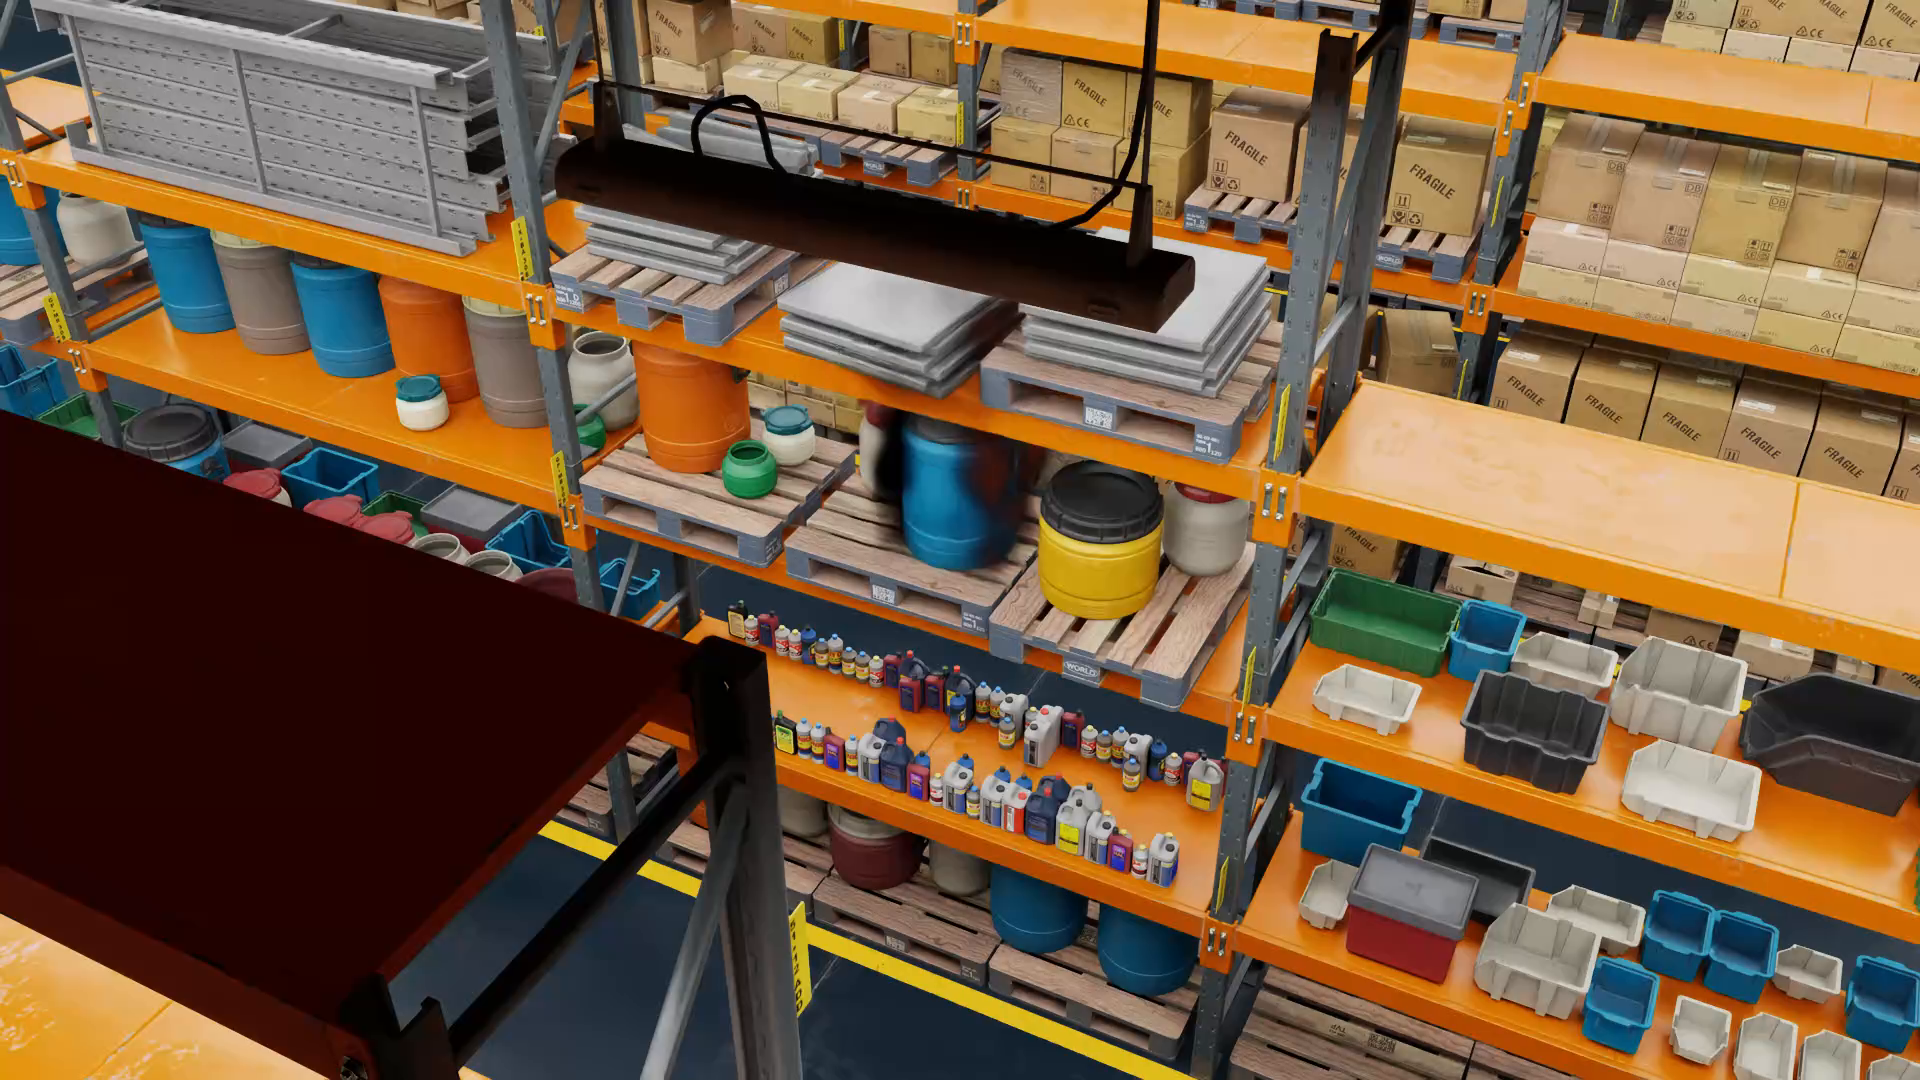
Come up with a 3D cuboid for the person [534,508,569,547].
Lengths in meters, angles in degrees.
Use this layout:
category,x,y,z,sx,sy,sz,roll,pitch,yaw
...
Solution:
category,x,y,z,sx,sy,sz,roll,pitch,yaw
person,-3.104,-0.200,12.695,0.466,1.688,0.417,21,40,27
